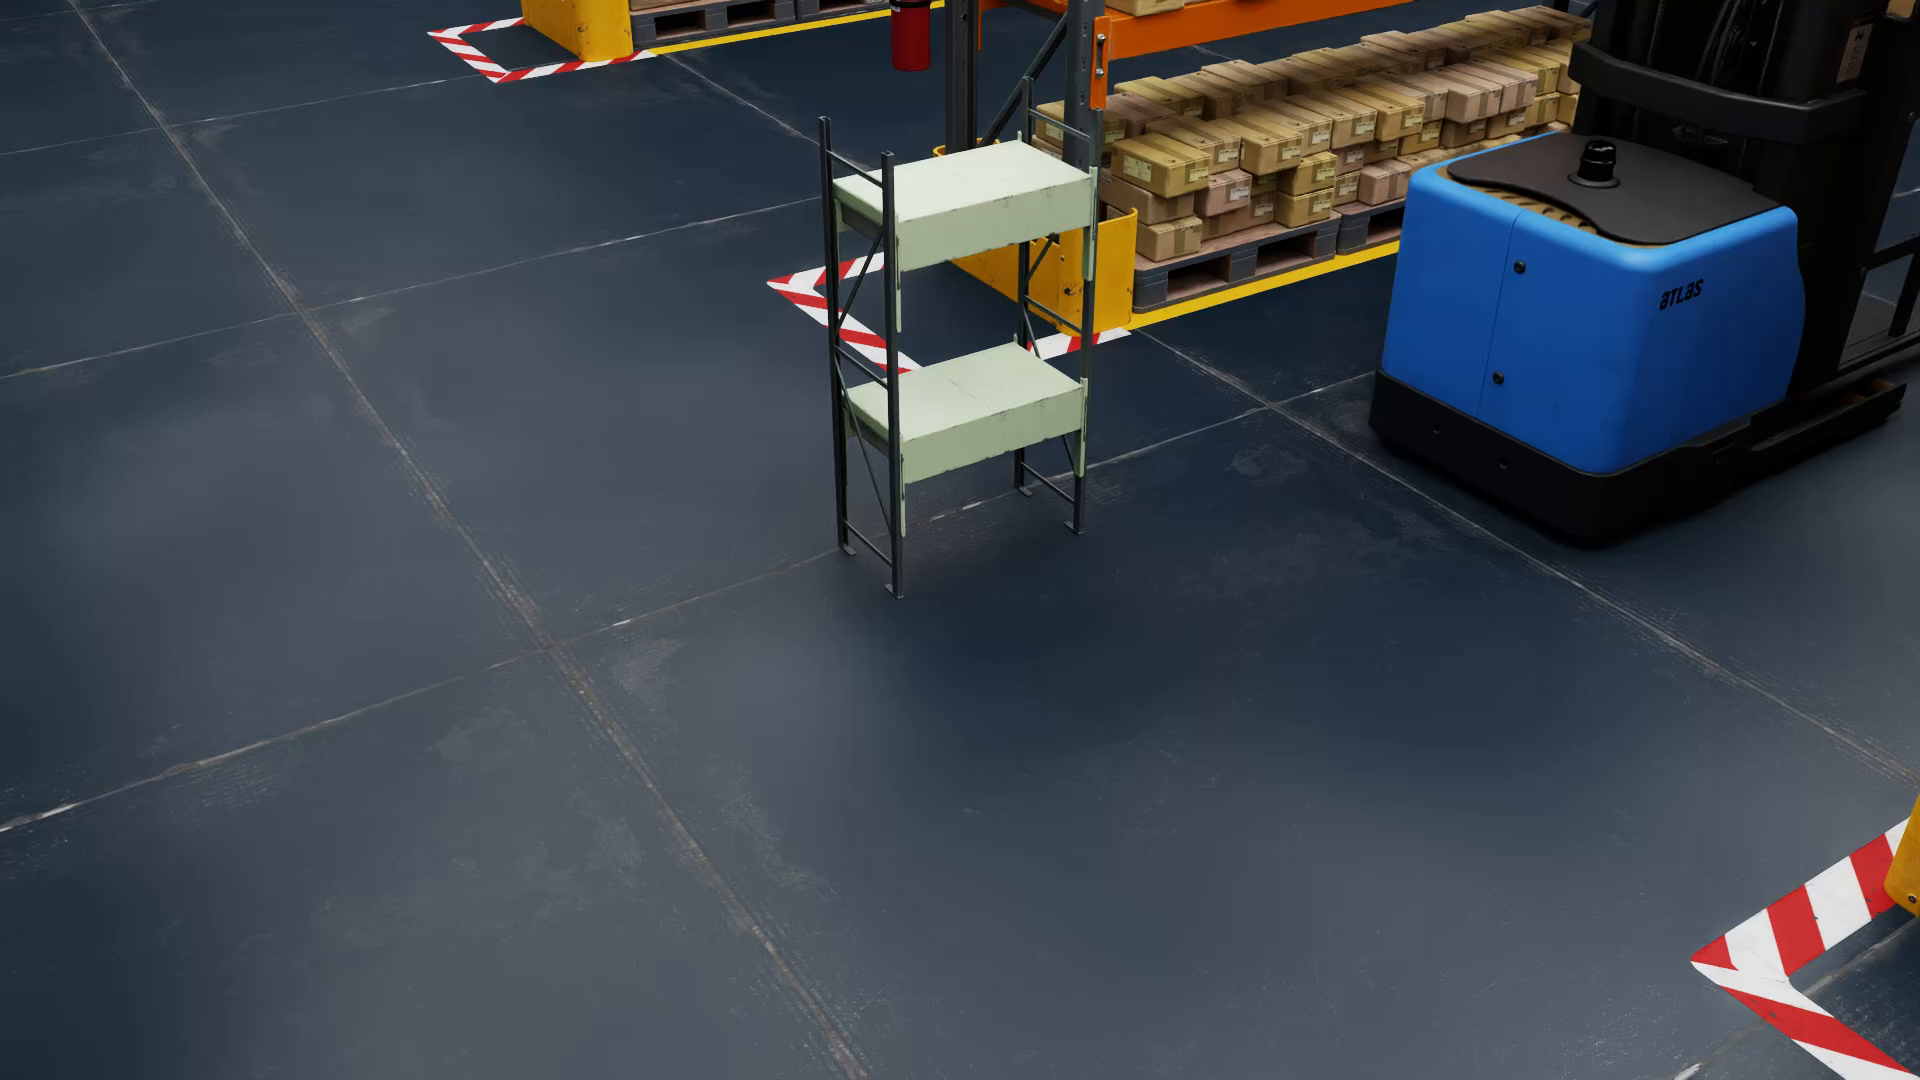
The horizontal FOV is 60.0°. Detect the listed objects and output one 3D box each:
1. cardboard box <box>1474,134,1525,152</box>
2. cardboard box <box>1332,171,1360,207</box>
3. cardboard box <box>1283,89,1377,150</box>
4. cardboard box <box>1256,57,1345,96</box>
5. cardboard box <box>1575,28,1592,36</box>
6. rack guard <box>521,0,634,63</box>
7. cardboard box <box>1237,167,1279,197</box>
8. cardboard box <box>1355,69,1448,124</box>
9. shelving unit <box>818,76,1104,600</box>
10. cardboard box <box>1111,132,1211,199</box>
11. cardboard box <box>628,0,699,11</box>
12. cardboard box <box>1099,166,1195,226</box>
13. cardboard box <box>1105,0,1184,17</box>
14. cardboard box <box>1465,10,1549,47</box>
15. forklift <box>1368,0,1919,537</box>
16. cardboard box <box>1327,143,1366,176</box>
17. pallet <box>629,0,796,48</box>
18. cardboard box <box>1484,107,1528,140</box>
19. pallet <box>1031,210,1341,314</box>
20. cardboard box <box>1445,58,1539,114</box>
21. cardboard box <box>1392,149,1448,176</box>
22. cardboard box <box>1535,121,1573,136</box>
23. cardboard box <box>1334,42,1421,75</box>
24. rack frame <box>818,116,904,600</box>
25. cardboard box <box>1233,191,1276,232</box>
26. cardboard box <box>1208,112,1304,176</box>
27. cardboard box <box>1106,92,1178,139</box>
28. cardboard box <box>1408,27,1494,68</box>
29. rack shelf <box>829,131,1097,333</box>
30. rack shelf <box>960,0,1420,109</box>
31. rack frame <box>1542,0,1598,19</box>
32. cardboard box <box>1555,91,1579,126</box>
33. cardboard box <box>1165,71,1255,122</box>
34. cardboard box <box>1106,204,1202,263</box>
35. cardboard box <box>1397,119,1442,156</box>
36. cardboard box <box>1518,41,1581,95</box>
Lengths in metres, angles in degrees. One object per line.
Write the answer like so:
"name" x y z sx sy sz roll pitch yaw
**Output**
"cardboard box" 2.597 -1.976 8.350 0.250 0.149 0.380 -19 37 -27
"cardboard box" 1.681 -1.722 7.947 0.250 0.149 0.380 -19 37 -27
"cardboard box" 1.723 -1.970 7.782 0.250 0.149 0.380 -17 36 -25
"cardboard box" 1.677 -2.258 8.239 0.250 0.149 0.380 -20 38 -29
"cardboard box" 3.453 -2.574 8.740 0.250 0.149 0.380 -18 36 -26
"rack guard" -2.538 -3.540 10.893 0.348 0.500 1.175 -19 37 -27
"cardboard box" 1.247 -1.712 7.652 0.250 0.149 0.380 -18 37 -27
"cardboard box" 2.129 -2.141 8.054 0.250 0.149 0.380 -19 37 -27
"shelving unit" 0.006 -0.636 5.353 0.755 1.500 0.431 -19 37 -27
"cardboard box" 0.874 -1.636 7.253 0.250 0.149 0.380 -21 38 -29
"cardboard box" -2.017 -3.934 11.183 0.875 0.438 0.875 -20 38 -29
"cardboard box" 0.829 -1.548 7.392 0.250 0.149 0.380 -17 36 -25
"cardboard box" 0.699 -2.254 6.747 0.250 0.149 0.380 -19 37 -28
"cardboard box" 2.946 -2.734 8.993 0.250 0.149 0.380 -17 36 -25
"forklift" 3.055 -1.852 5.938 3.031 2.935 1.130 -20 37 -28
"cardboard box" 1.693 -1.857 7.882 0.250 0.149 0.380 -21 38 -29
"pallet" -1.888 -3.691 11.404 1.213 0.211 1.003 -19 37 -27
"cardboard box" 2.615 -2.154 8.353 0.250 0.149 0.380 -18 36 -26
"pallet" 1.015 -1.475 7.891 1.213 0.211 1.003 -19 37 -27
"cardboard box" 2.617 -2.247 8.222 0.250 0.149 0.380 -21 38 -30
"cardboard box" 2.156 -1.847 8.144 0.250 0.149 0.380 -19 37 -27
"cardboard box" 3.016 -2.133 8.598 0.250 0.149 0.380 -20 38 -29
"cardboard box" 2.111 -2.400 8.464 0.250 0.149 0.380 -21 38 -29
"rack frame" -0.302 -0.530 5.185 0.023 1.500 0.400 -19 37 -27
"cardboard box" 1.244 -1.581 7.723 0.250 0.149 0.380 -19 37 -27
"cardboard box" 1.322 -1.785 7.490 0.250 0.149 0.380 -19 37 -27
"cardboard box" 0.799 -1.951 7.752 0.250 0.149 0.380 -18 37 -26
"cardboard box" 2.553 -2.553 8.706 0.250 0.149 0.380 -20 37 -28
"rack shelf" 0.006 -0.966 5.145 0.720 0.370 0.431 -19 37 -27
"rack shelf" 1.930 -2.688 7.873 4.000 0.370 1.077 -19 37 -27
"rack frame" 3.611 -3.570 8.598 0.127 3.000 1.000 -19 37 -27
"cardboard box" 3.083 -2.265 8.529 0.250 0.149 0.380 -20 38 -29
"cardboard box" 1.200 -2.129 8.034 0.250 0.149 0.380 -21 38 -29
"cardboard box" 0.863 -1.393 7.426 0.250 0.149 0.380 -18 37 -26
"cardboard box" 2.131 -2.027 8.152 0.250 0.149 0.380 -17 36 -25
"cardboard box" 3.055 -2.407 8.475 0.250 0.149 0.380 -19 37 -28
